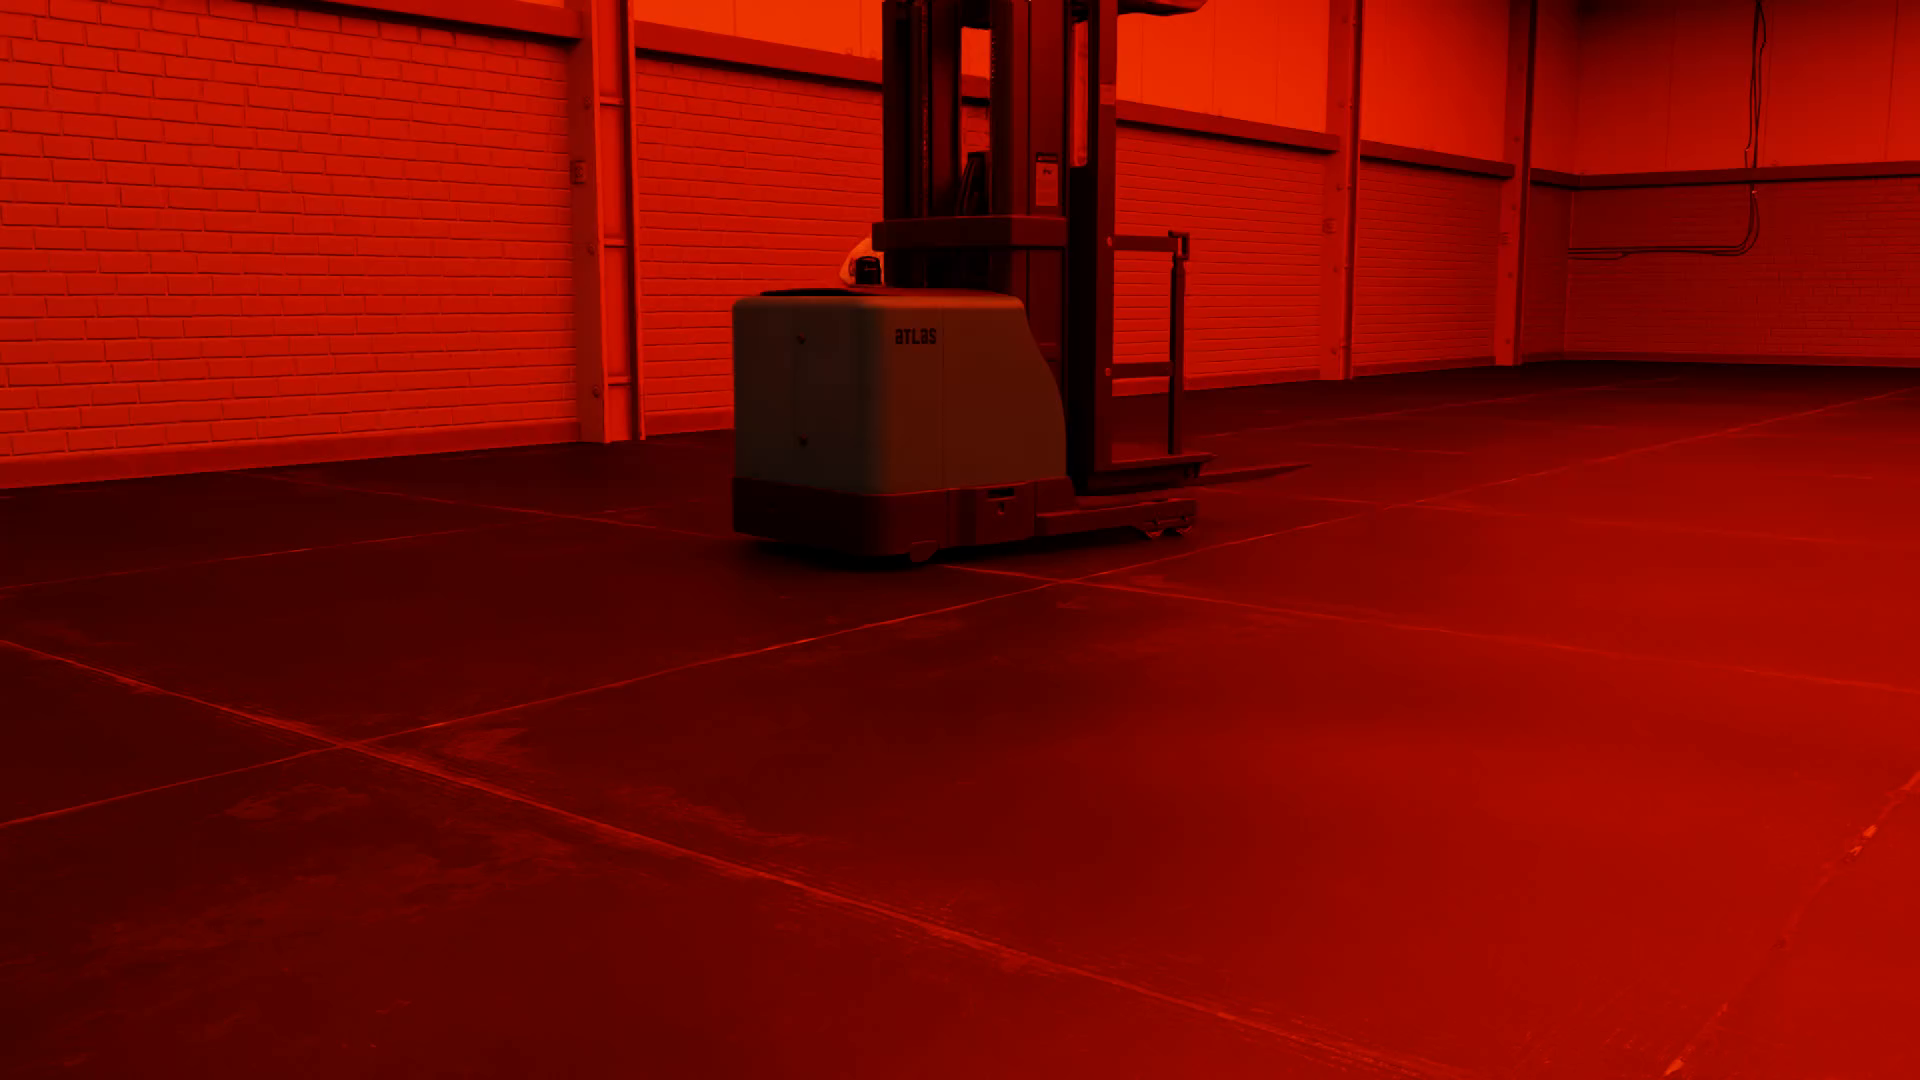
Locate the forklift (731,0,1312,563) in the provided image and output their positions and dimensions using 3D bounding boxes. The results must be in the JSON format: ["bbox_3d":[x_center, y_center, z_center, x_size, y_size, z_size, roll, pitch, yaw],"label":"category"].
[{"bbox_3d":[0.453,-1.511,7.610,3.031,2.935,1.130,-7,11,-41],"label":"forklift"}]

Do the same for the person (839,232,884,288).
[{"bbox_3d":[-0.304,-0.980,8.447,0.921,1.663,0.517,-1,8,-6],"label":"person"}]
